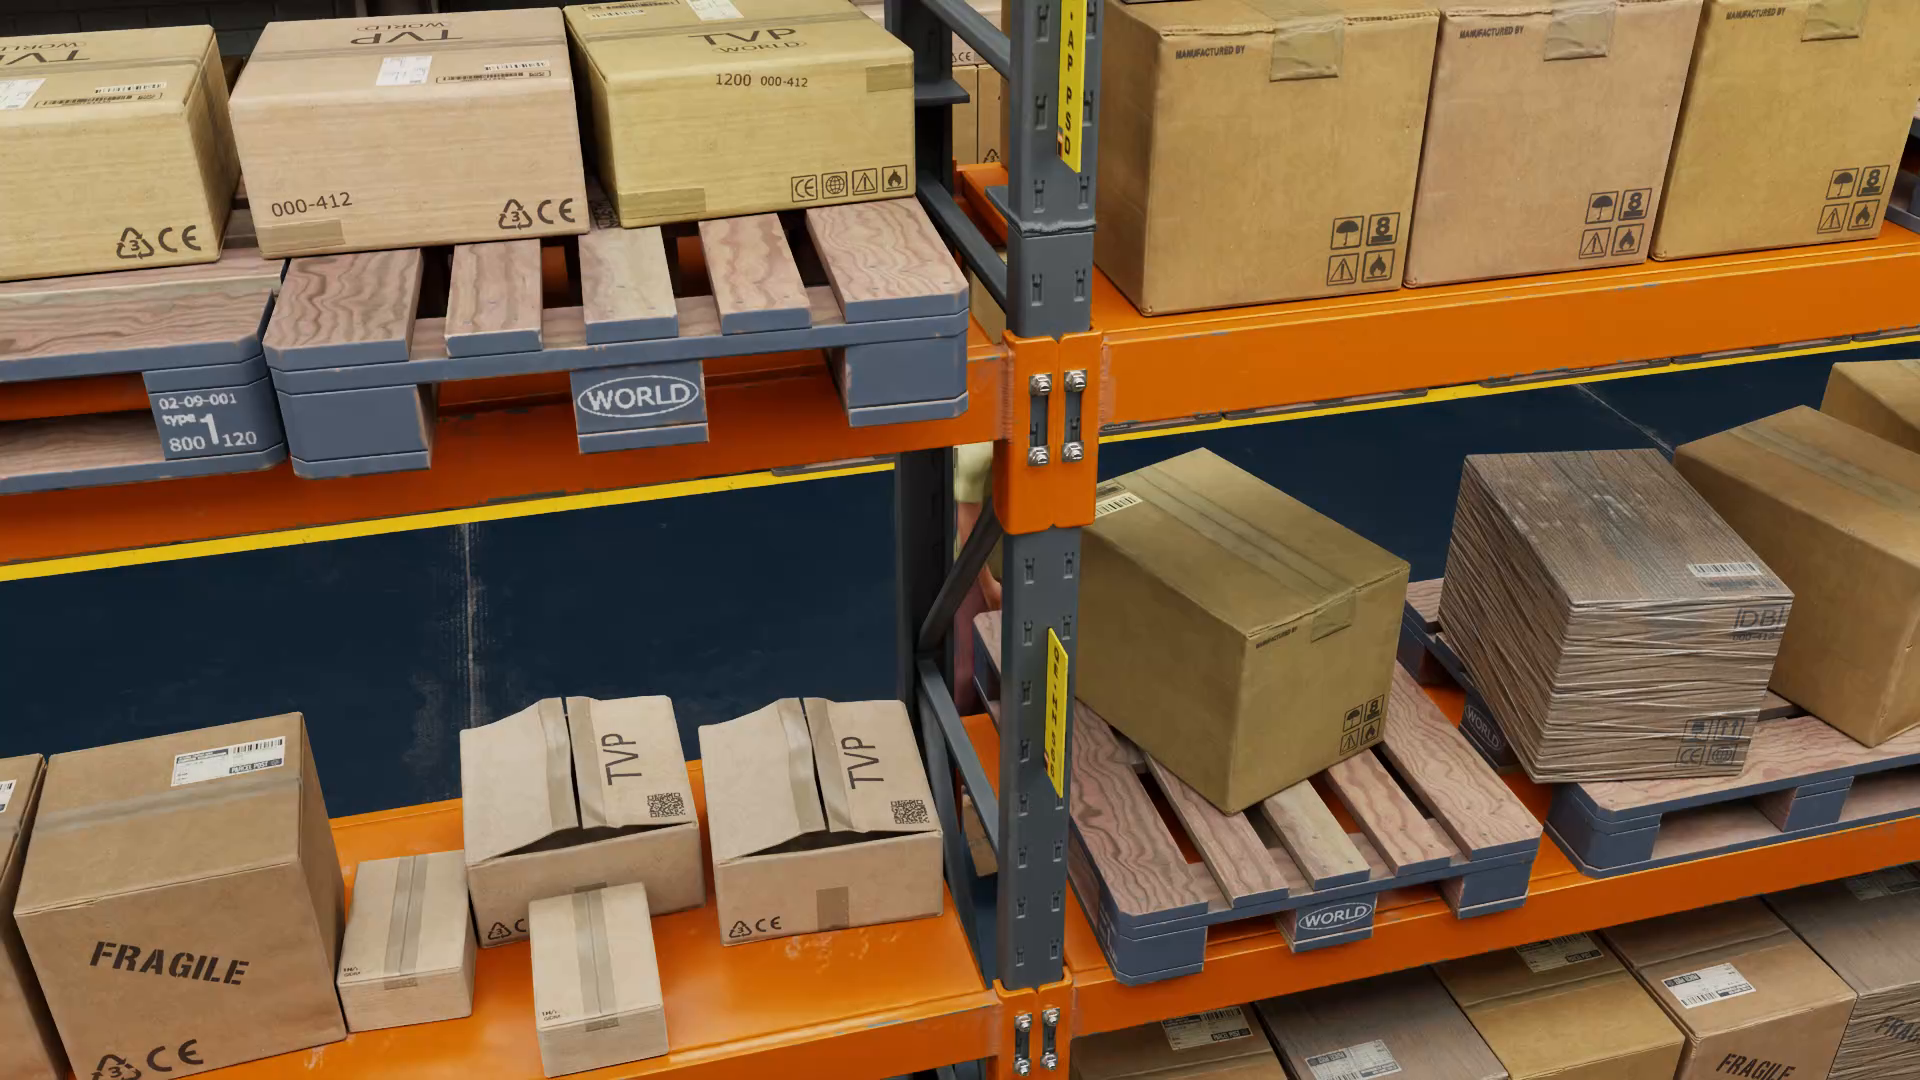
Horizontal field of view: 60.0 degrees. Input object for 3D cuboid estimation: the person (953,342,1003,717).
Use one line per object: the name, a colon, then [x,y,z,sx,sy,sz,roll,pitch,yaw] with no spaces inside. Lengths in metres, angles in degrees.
person: [0.051,0.097,5.932,0.389,1.669,0.614,11,32,18]
